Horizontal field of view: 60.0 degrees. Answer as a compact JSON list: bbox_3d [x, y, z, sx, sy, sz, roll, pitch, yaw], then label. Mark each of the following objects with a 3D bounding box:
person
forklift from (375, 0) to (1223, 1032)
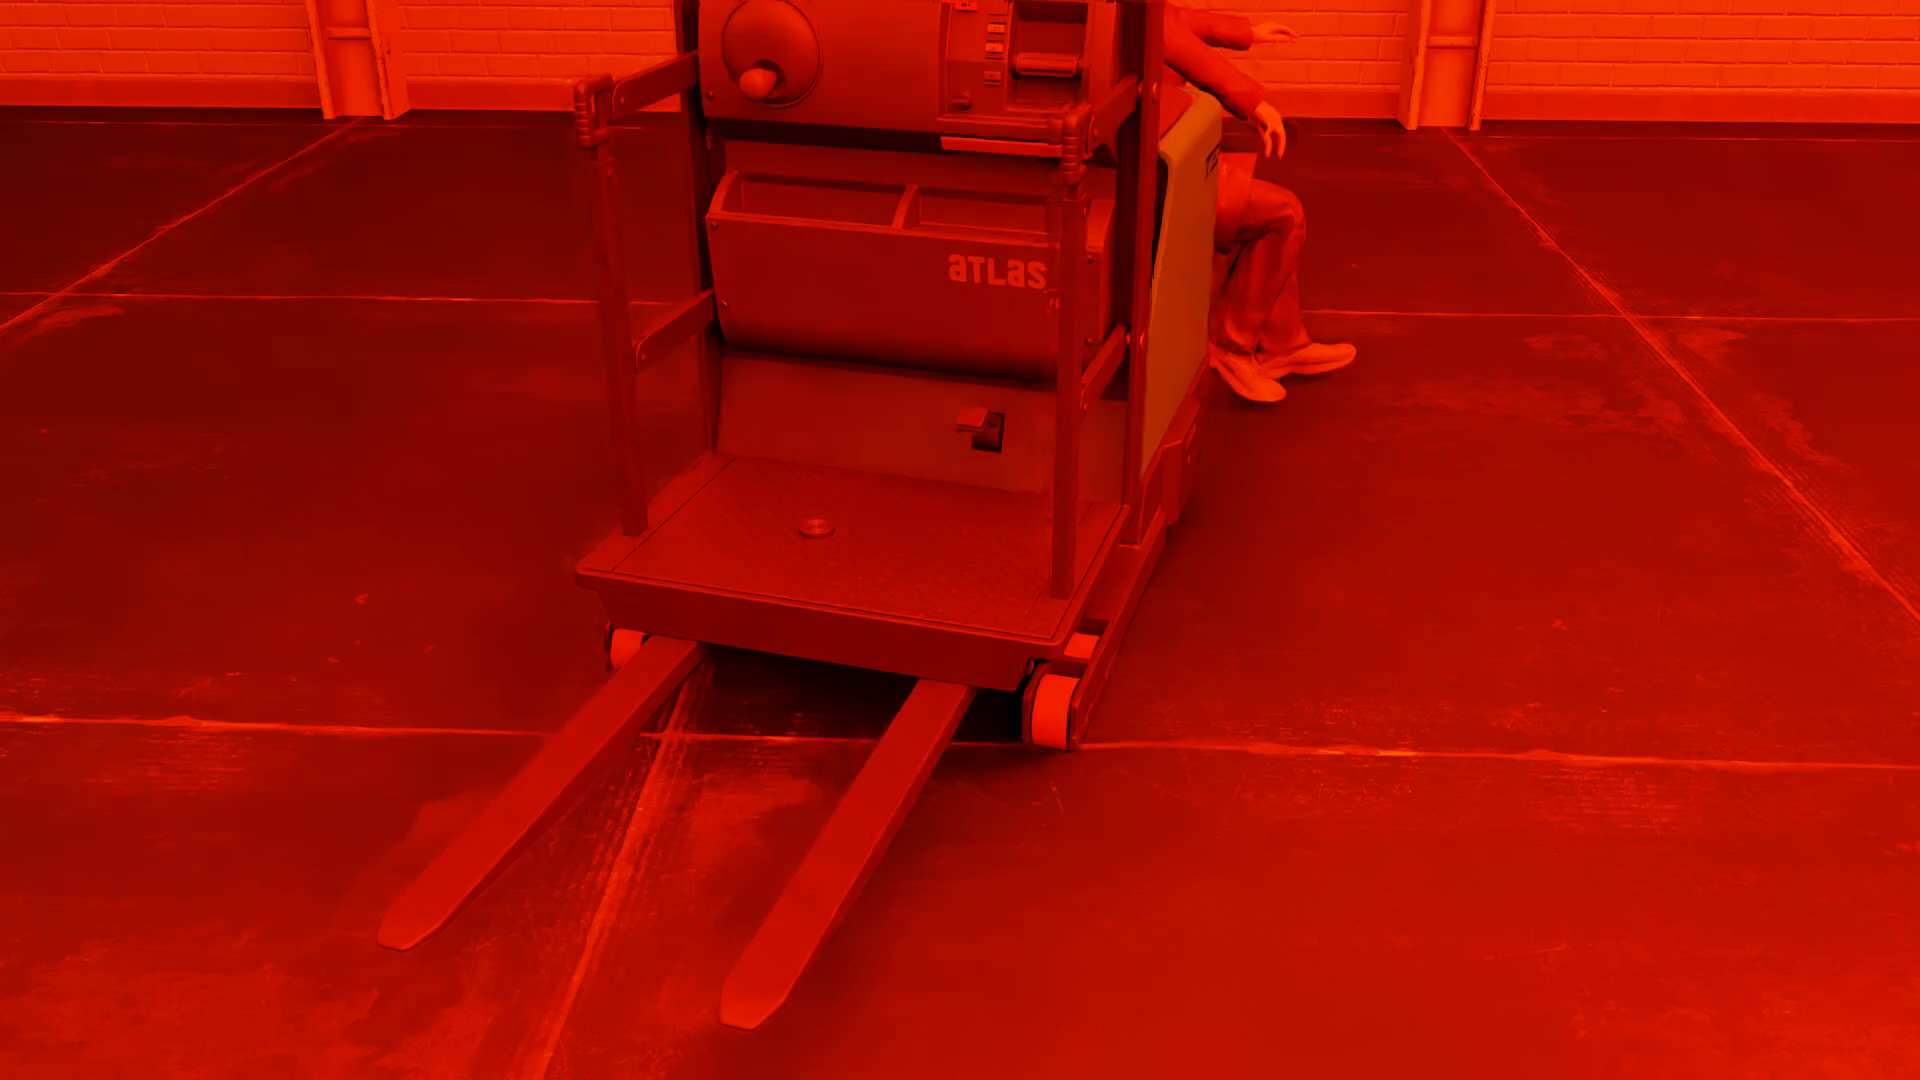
[{"bbox_3d":[0.869,-1.201,5.299,0.927,1.487,1.053,-1,26,-3],"label":"person"},{"bbox_3d":[-0.180,-1.057,3.350,1.130,2.935,3.031,8,27,16],"label":"forklift"}]
